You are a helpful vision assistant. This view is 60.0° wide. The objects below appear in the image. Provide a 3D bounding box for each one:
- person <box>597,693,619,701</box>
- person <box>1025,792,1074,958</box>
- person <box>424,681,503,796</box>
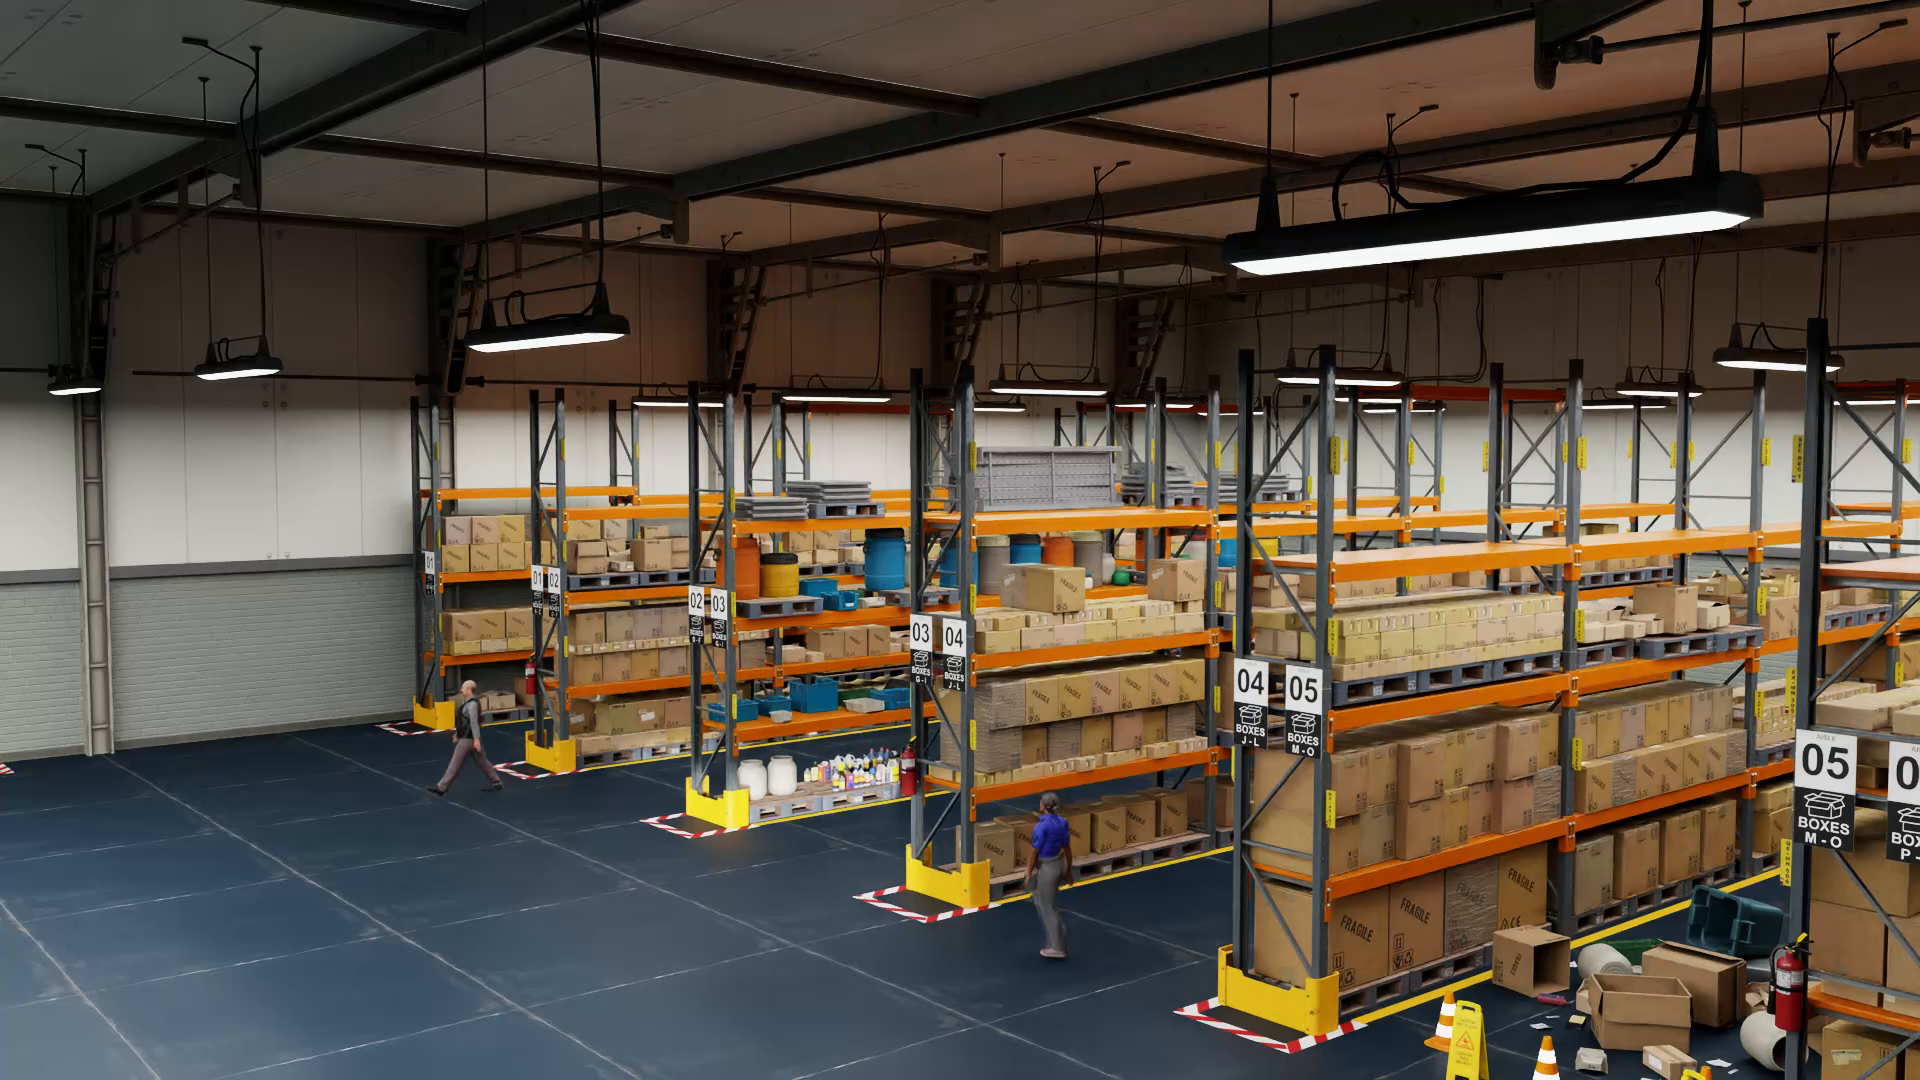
[{"bbox_3d":[-6.002,2.586,28.990,0.638,1.765,0.715,2,4,32],"label":"person"},{"bbox_3d":[0.866,3.359,16.649,0.477,1.697,0.443,2,4,29],"label":"person"},{"bbox_3d":[-7.245,2.879,24.284,1.054,1.656,0.593,0,3,-6],"label":"person"}]
